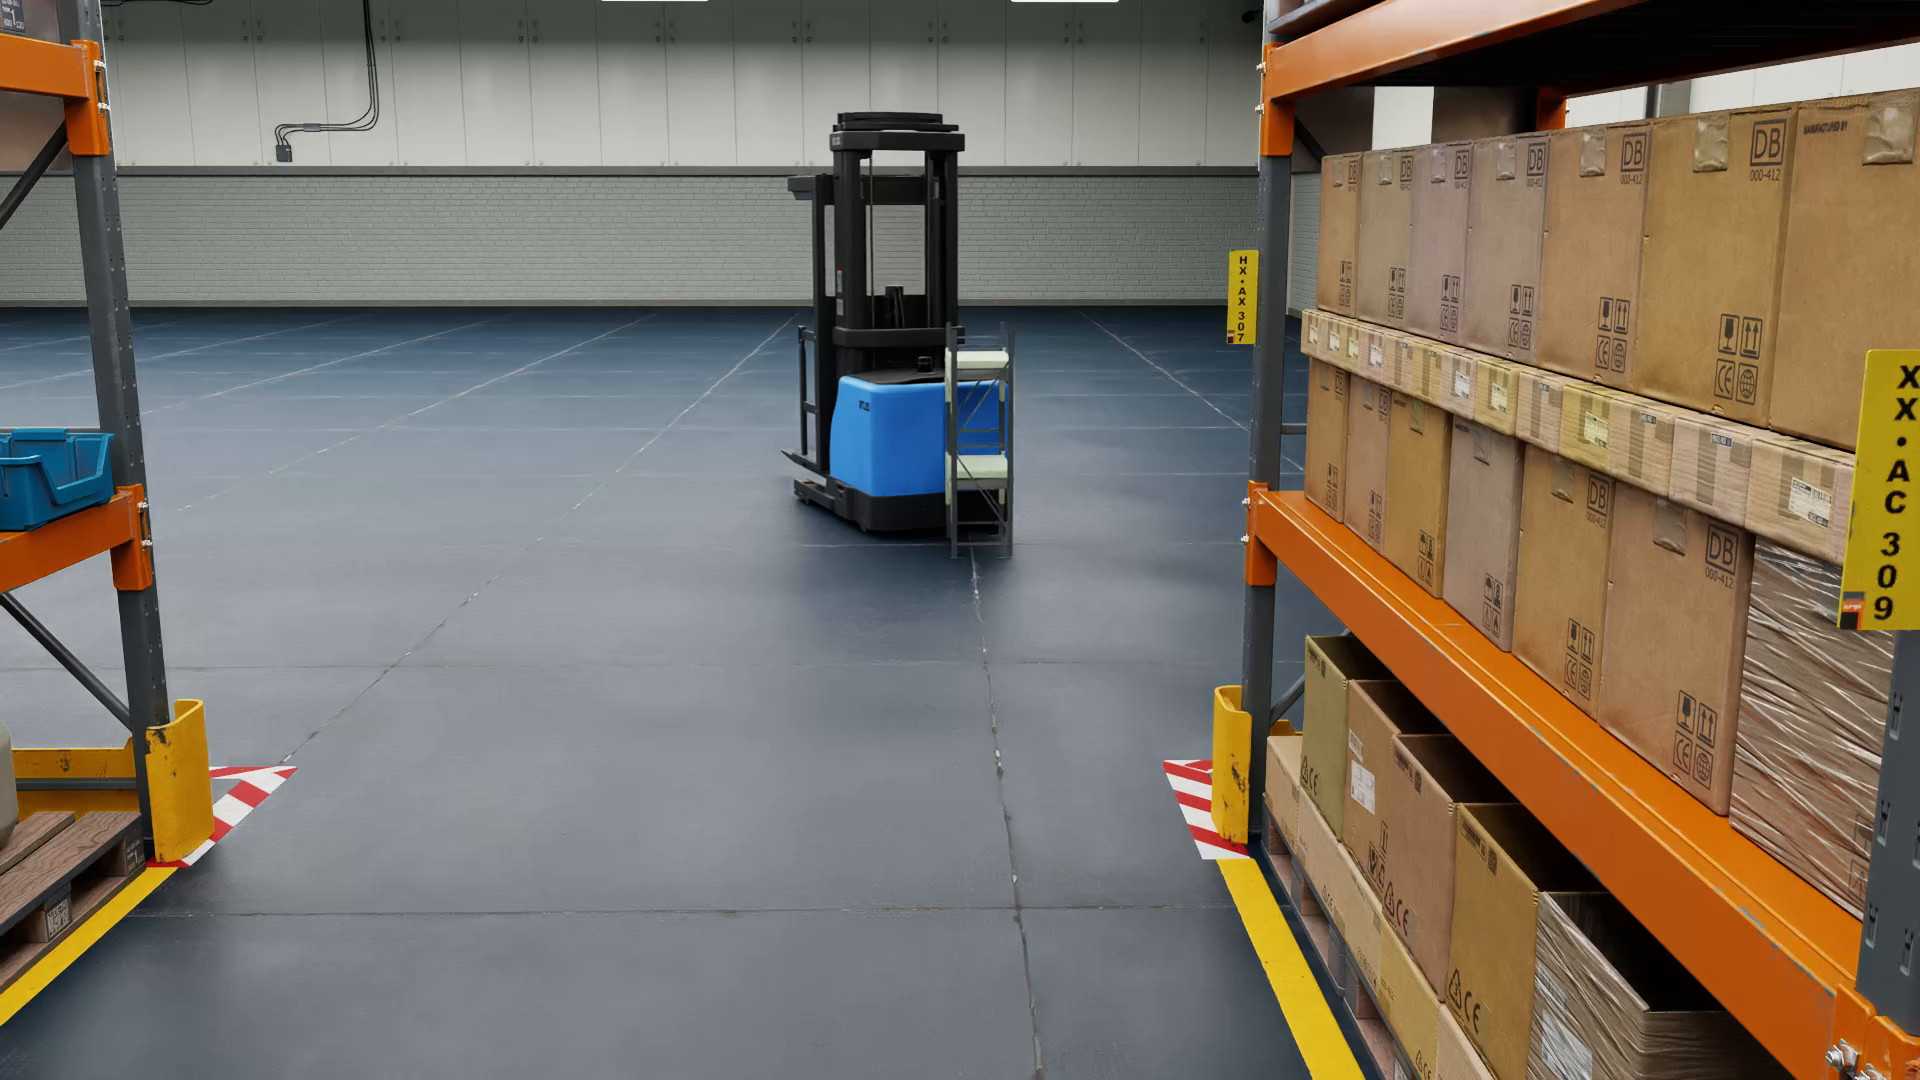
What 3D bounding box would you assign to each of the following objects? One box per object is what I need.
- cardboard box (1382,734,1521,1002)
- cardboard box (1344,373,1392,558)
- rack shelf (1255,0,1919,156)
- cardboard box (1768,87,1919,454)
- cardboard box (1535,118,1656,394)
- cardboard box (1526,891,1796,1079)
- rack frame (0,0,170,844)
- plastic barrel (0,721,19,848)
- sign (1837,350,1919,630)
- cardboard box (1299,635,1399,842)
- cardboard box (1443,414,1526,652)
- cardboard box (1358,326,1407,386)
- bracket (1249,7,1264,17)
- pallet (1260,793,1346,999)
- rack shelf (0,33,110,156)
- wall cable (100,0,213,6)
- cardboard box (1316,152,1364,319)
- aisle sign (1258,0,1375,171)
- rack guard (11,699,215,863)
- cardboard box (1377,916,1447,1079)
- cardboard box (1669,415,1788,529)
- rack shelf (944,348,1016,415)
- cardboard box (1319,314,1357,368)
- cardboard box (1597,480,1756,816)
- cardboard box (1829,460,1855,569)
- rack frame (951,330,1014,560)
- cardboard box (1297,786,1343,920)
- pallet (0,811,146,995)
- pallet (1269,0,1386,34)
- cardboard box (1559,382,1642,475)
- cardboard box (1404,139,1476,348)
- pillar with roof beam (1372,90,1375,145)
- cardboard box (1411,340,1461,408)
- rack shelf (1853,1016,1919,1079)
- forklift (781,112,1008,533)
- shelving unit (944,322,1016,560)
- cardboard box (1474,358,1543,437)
[{"bbox_3d":[1.364,0.790,4.093,0.500,0.500,0.500,0,11,-1],"label":"cardboard box"},{"bbox_3d":[1.559,-0.242,4.954,0.700,0.500,0.500,0,11,0],"label":"cardboard box"},{"bbox_3d":[1.588,-1.110,3.750,1.077,0.370,4.000,0,11,-1],"label":"rack shelf"},{"bbox_3d":[1.614,-0.368,2.312,0.700,0.500,0.500,0,11,-1],"label":"cardboard box"},{"bbox_3d":[1.593,-0.568,3.298,0.700,0.500,0.500,0,11,-1],"label":"cardboard box"},{"bbox_3d":[1.403,0.989,3.114,0.500,0.500,0.500,0,11,-1],"label":"cardboard box"},{"bbox_3d":[-3.405,-0.370,5.839,1.000,3.000,0.127,0,11,-1],"label":"rack frame"},{"bbox_3d":[-3.315,0.774,5.402,0.421,0.512,0.421,0,11,0],"label":"plastic barrel"},{"bbox_3d":[1.075,-0.055,1.910,0.100,0.325,0.005,0,11,-1],"label":"sign"},{"bbox_3d":[1.348,0.591,5.073,0.500,0.500,0.500,0,11,-1],"label":"cardboard box"},{"bbox_3d":[1.579,-0.038,3.952,0.700,0.500,0.500,0,11,1],"label":"cardboard box"},{"bbox_3d":[1.355,-0.526,4.722,0.380,0.149,0.250,0,11,-2],"label":"cardboard box"},{"bbox_3d":[6.359,-11.378,35.955,0.076,0.066,3.189,0,11,-1],"label":"bracket"},{"bbox_3d":[1.605,1.129,5.465,1.003,0.211,1.213,0,11,-1],"label":"pallet"},{"bbox_3d":[-3.364,-1.090,3.653,1.077,0.370,4.000,0,11,-1],"label":"rack shelf"},{"bbox_3d":[-17.674,-12.847,35.917,3.097,2.526,0.112,0,11,-1],"label":"wall cable"},{"bbox_3d":[1.545,-0.971,5.288,0.700,0.500,0.500,0,11,-1],"label":"cardboard box"},{"bbox_3d":[1.239,-1.676,5.736,0.394,0.787,0.004,0,11,-1],"label":"aisle sign"},{"bbox_3d":[-3.357,0.870,6.014,1.175,0.500,0.348,0,11,-1],"label":"rack guard"},{"bbox_3d":[1.365,1.158,4.168,0.500,0.250,0.500,0,11,-1],"label":"cardboard box"},{"bbox_3d":[1.399,-0.116,2.703,0.380,0.149,0.250,-1,11,-3],"label":"cardboard box"},{"bbox_3d":[0.125,-1.064,11.068,0.431,0.370,0.720,-1,11,-3],"label":"rack shelf"},{"bbox_3d":[1.348,-0.625,5.214,0.380,0.149,0.250,-1,11,-3],"label":"cardboard box"},{"bbox_3d":[1.597,0.163,2.958,0.700,0.500,0.500,0,11,-2],"label":"cardboard box"},{"bbox_3d":[1.410,-0.015,2.204,0.380,0.149,0.250,0,11,-1],"label":"cardboard box"},{"bbox_3d":[0.145,-0.609,10.787,0.400,1.500,0.023,-1,11,-3],"label":"rack frame"},{"bbox_3d":[1.350,0.959,5.148,0.500,0.250,0.500,0,11,-1],"label":"cardboard box"},{"bbox_3d":[-3.345,1.173,5.247,1.003,0.211,1.213,0,11,-1],"label":"pallet"},{"bbox_3d":[1.536,-1.676,4.953,1.003,0.211,1.213,0,11,-1],"label":"pallet"},{"bbox_3d":[1.391,-0.217,3.201,0.380,0.149,0.250,0,11,-1],"label":"cardboard box"},{"bbox_3d":[1.572,-0.766,4.278,0.700,0.500,0.500,0,11,-1],"label":"cardboard box"},{"bbox_3d":[2.579,-7.968,28.204,9.100,9.000,0.400,0,11,-1],"label":"pillar with roof beam"},{"bbox_3d":[1.368,-0.422,4.211,0.380,0.149,0.250,0,11,-2],"label":"cardboard box"},{"bbox_3d":[1.671,1.155,0.129,1.077,0.370,4.000,0,11,-1],"label":"rack shelf"},{"bbox_3d":[-0.662,-1.738,12.755,1.130,2.935,3.031,-5,12,-21],"label":"forklift"},{"bbox_3d":[0.125,-0.681,11.145,0.431,1.500,0.755,-1,11,-3],"label":"shelving unit"},{"bbox_3d":[1.377,-0.320,3.709,0.380,0.149,0.250,0,11,1],"label":"cardboard box"}]
